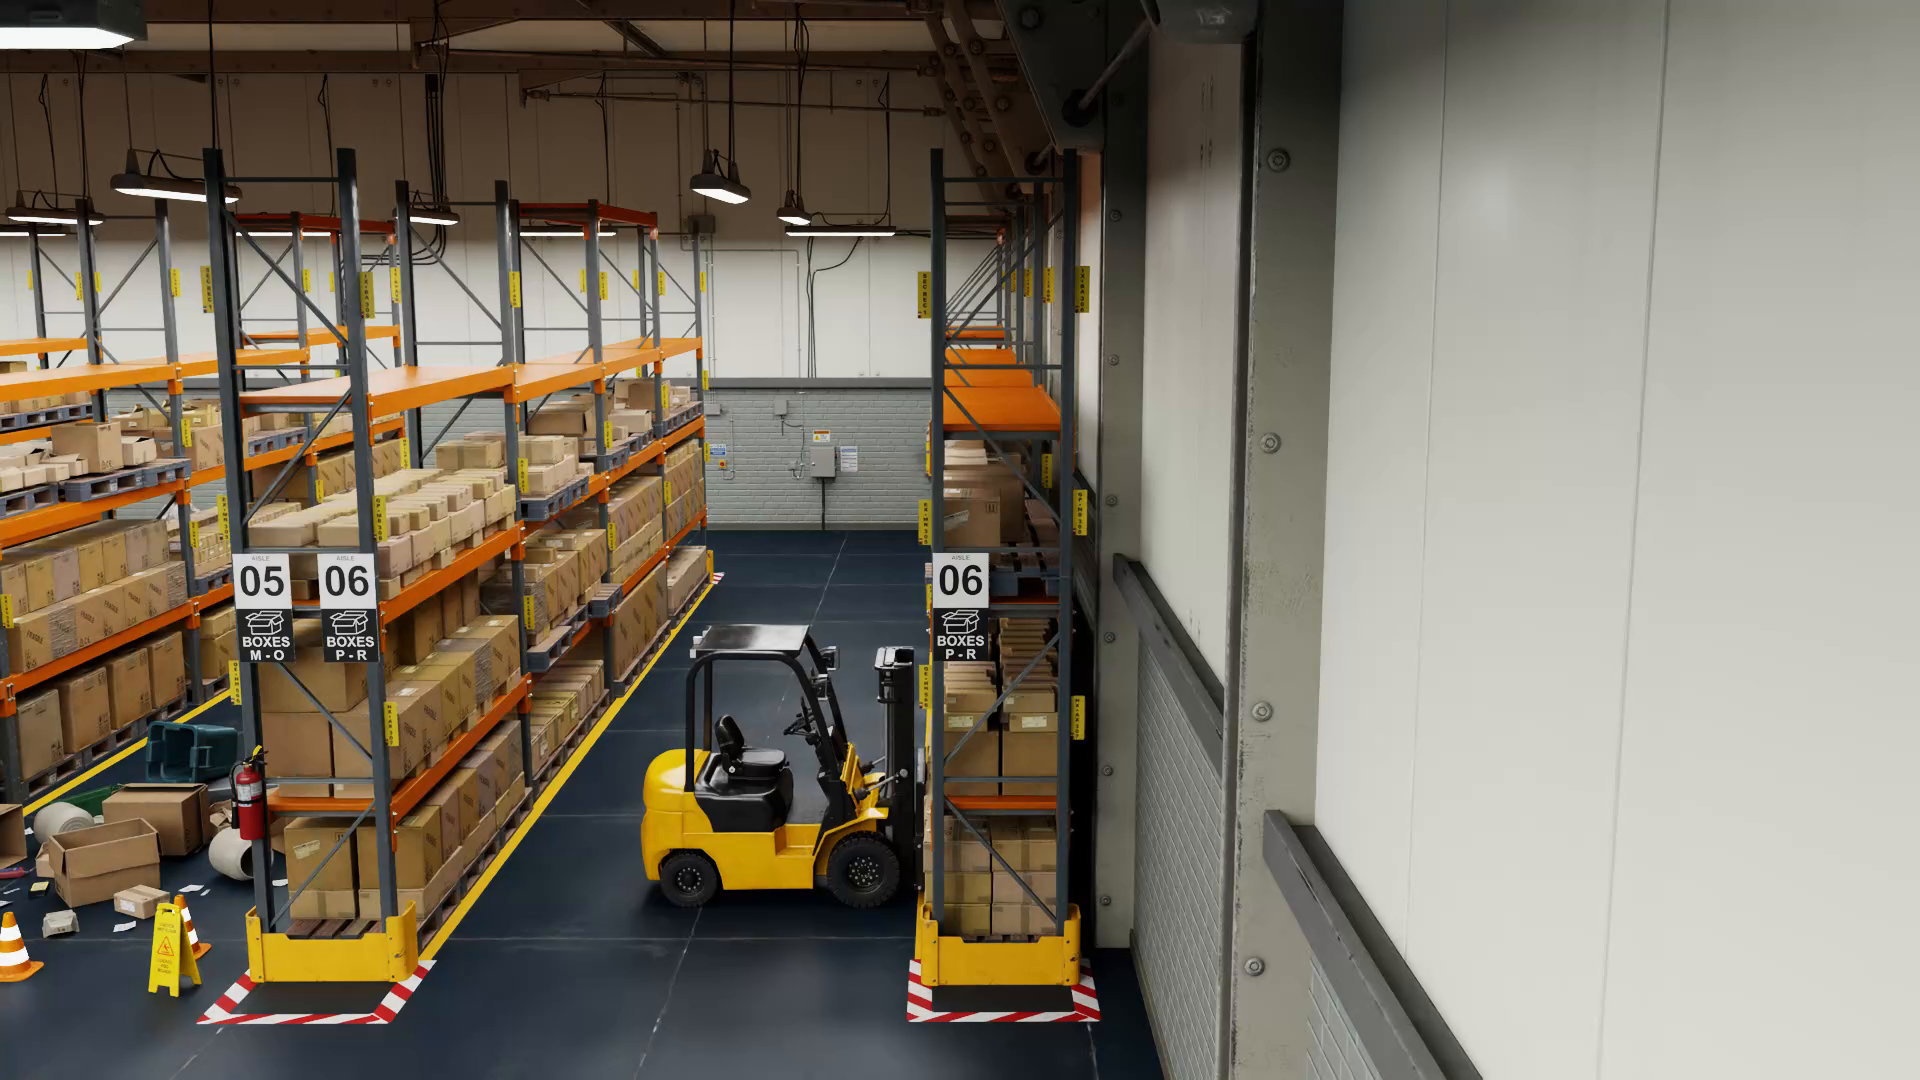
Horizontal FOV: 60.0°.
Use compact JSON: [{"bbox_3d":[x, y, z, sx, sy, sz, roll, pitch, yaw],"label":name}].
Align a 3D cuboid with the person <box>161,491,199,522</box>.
[{"bbox_3d":[-12.980,-0.092,27.682,0.635,1.650,0.912,-4,10,-24],"label":"person"}]
